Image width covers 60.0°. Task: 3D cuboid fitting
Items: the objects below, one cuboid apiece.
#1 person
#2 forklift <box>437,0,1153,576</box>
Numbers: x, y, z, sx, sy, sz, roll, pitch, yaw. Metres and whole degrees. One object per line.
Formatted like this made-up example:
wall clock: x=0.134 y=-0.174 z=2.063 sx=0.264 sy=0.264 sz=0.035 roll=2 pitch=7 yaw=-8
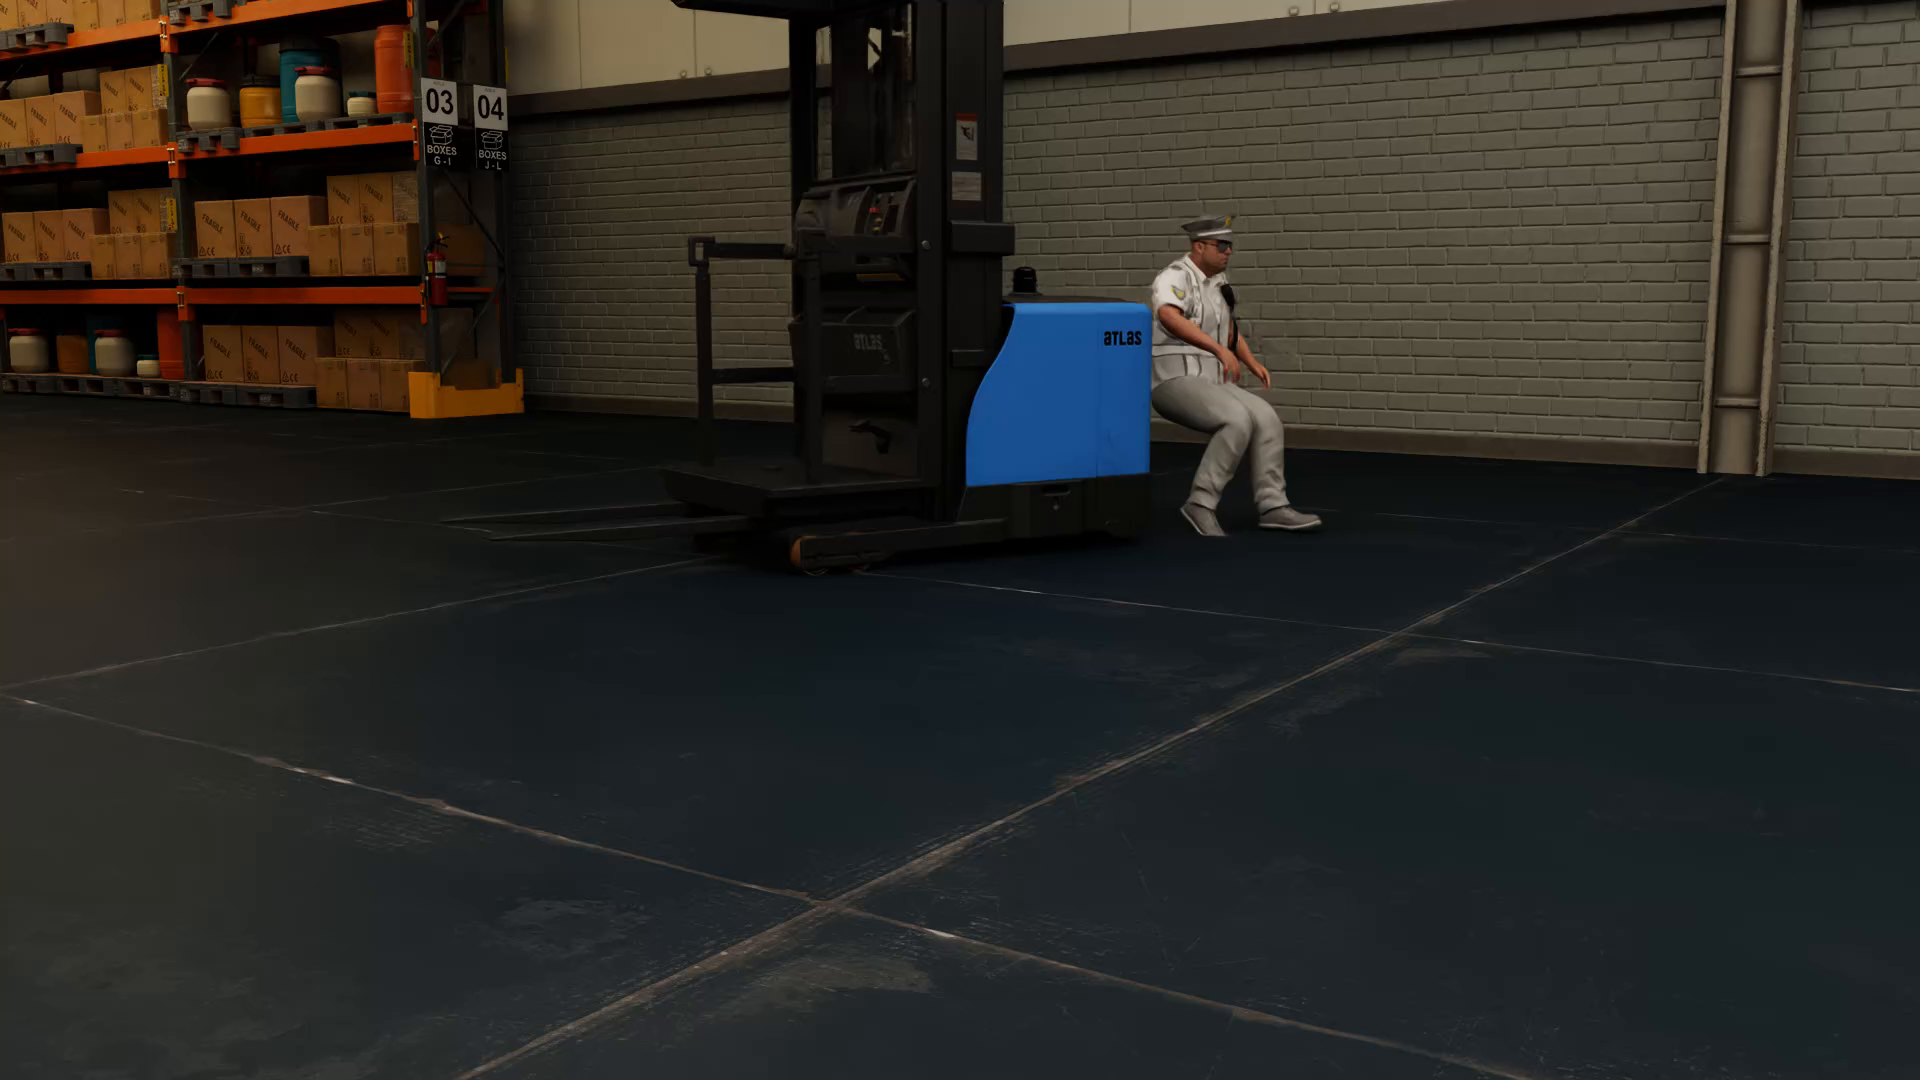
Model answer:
person: x=1.336 y=-0.774 z=7.991 sx=0.935 sy=1.563 sz=0.773 roll=6 pitch=10 yaw=35
forklift: x=-0.632 y=-1.392 z=6.979 sx=3.031 sy=2.935 sz=1.130 roll=-5 pitch=10 yaw=-33
